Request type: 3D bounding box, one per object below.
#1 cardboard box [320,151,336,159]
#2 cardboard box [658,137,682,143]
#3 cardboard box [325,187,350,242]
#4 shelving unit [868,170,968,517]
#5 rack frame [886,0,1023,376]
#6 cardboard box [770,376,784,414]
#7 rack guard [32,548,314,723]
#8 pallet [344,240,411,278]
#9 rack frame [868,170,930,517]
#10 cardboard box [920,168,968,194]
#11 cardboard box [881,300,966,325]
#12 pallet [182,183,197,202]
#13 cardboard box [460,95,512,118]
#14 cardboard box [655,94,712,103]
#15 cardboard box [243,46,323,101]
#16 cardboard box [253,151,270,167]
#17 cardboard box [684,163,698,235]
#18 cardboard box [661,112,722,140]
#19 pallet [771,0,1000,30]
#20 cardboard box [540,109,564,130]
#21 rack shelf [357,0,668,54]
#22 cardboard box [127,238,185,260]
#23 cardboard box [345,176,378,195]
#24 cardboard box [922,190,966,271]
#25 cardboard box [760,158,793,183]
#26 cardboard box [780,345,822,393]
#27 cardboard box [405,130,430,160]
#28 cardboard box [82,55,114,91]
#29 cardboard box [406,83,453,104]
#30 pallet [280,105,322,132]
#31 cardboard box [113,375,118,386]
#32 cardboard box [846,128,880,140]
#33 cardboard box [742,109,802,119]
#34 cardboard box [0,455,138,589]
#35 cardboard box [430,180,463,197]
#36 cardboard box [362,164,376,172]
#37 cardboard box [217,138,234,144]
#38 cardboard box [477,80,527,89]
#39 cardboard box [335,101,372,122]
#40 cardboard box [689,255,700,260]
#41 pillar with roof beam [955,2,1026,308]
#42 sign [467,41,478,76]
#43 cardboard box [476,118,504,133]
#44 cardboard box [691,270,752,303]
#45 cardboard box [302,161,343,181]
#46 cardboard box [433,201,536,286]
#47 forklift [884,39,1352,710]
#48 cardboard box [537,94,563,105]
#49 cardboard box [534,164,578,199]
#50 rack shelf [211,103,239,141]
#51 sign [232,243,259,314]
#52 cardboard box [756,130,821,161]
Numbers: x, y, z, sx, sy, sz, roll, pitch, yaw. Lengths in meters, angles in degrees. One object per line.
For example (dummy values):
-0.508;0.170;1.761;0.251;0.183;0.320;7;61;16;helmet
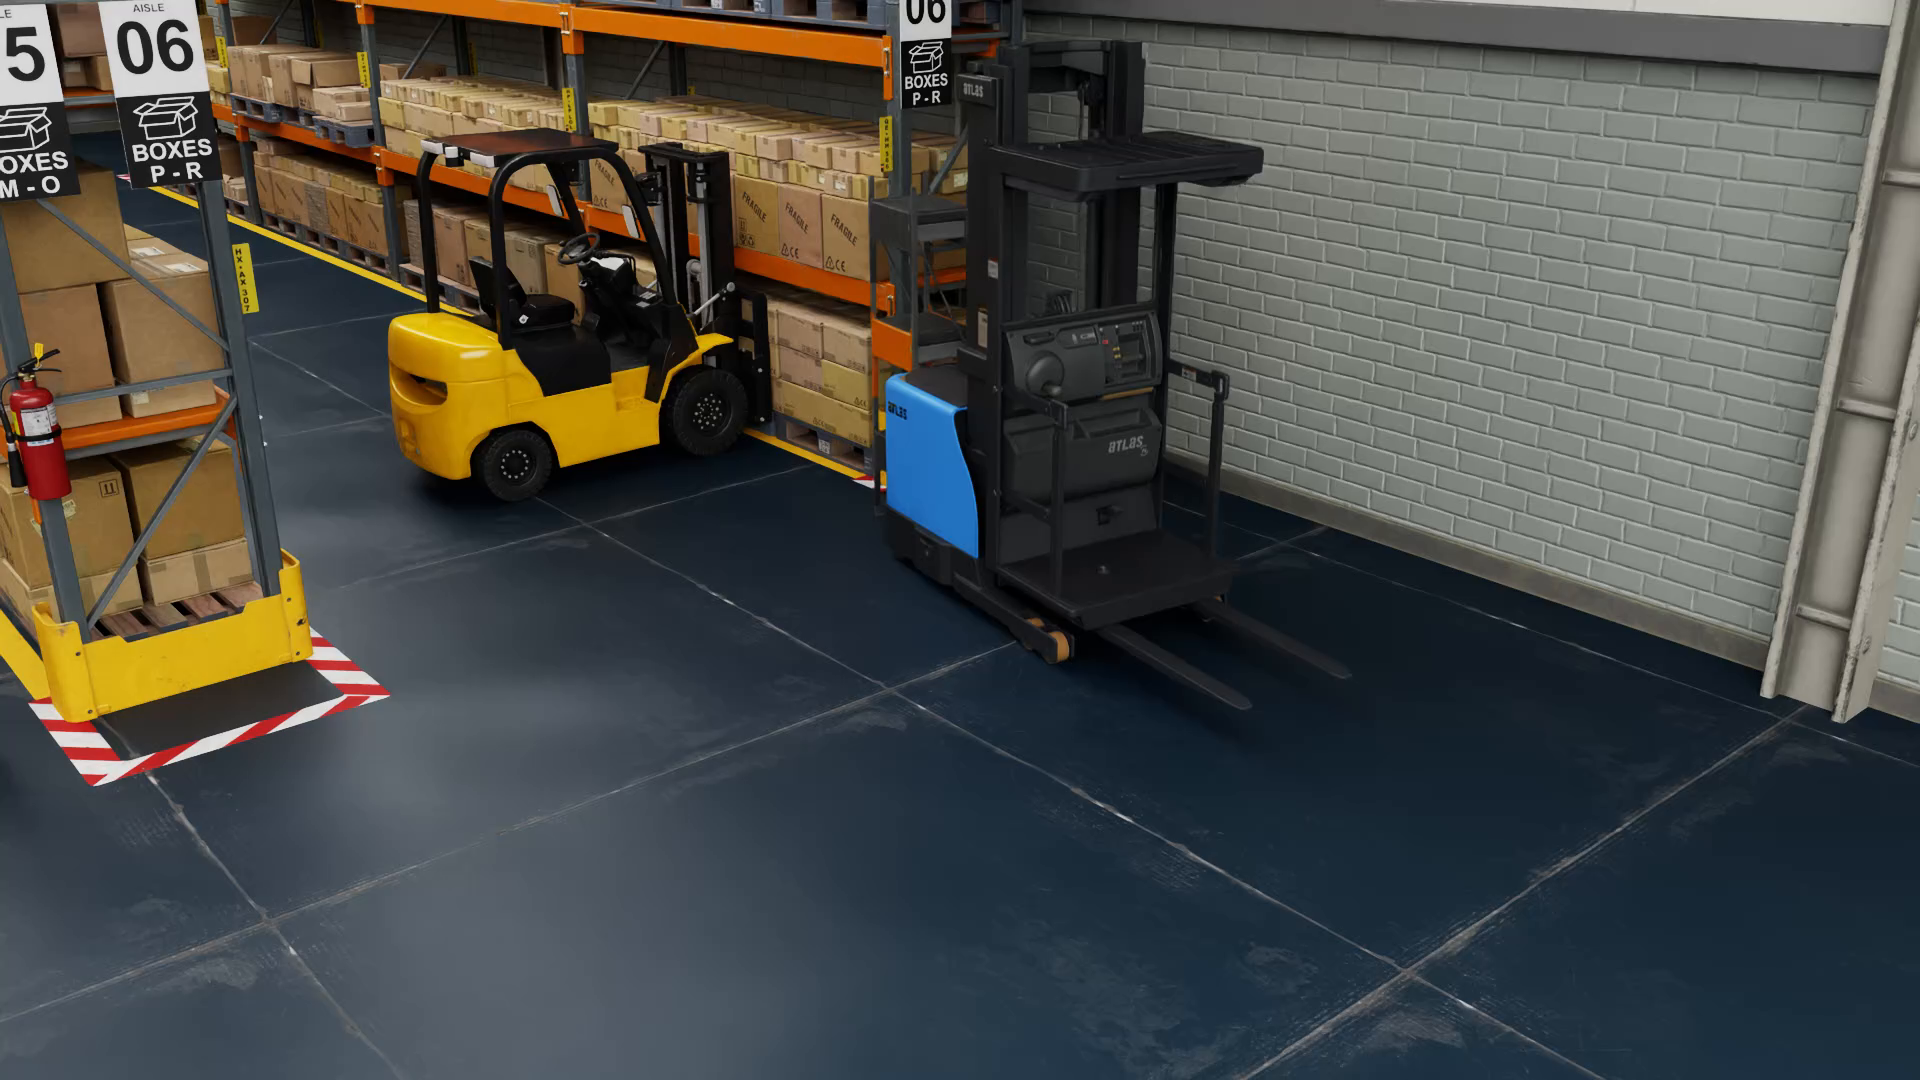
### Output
-7.058;-4.357;18.958;0.380;0.149;0.250;-17;27;-37;cardboard box
-1.990;-2.886;12.212;0.380;0.149;0.250;-18;28;-38;cardboard box
-6.348;-3.470;17.583;0.500;0.500;0.500;-16;27;-35;cardboard box
-0.229;-1.084;9.873;0.431;2.100;0.503;-13;25;-29;shelving unit
-0.024;-1.878;10.666;1.000;3.000;0.127;-17;27;-37;rack frame
-1.207;-1.128;11.945;0.500;0.250;0.500;-17;27;-37;cardboard box
-3.832;0.448;8.156;1.175;0.500;0.348;-17;27;-37;rack guard
-5.705;-3.005;17.367;1.003;0.211;1.213;-17;27;-37;pallet
-0.356;-1.160;10.067;0.400;2.100;0.015;-13;25;-29;rack frame
-0.049;-2.382;10.926;0.380;0.149;0.250;-18;28;-39;cardboard box
-0.195;-1.437;11.362;0.500;0.250;0.500;-18;28;-38;cardboard box
-9.105;-4.422;20.985;1.003;0.211;1.213;-17;27;-37;pallet
-4.115;-3.774;14.480;0.380;0.149;0.250;-18;28;-39;cardboard box
-2.198;-3.454;13.255;0.380;0.149;0.250;-17;27;-37;cardboard box
-7.373;-5.105;18.193;0.700;0.500;0.500;-17;27;-37;cardboard box
-7.825;-4.365;18.977;0.380;0.149;0.250;-16;26;-35;cardboard box
-1.860;-2.565;12.283;0.500;0.500;0.500;-18;28;-38;cardboard box
-1.959;-3.032;12.177;0.380;0.149;0.250;-18;28;-38;cardboard box
-0.466;-3.435;10.649;1.003;0.211;1.213;-17;27;-37;pallet
-3.209;-3.440;13.628;0.380;0.149;0.250;-18;28;-38;cardboard box
-3.941;-4.597;14.482;1.077;0.370;4.000;-17;27;-37;rack shelf
-4.222;-1.220;8.440;0.500;0.500;0.500;-16;27;-36;cardboard box
-6.101;-3.649;17.150;0.380;0.149;0.250;-19;28;-39;cardboard box
-0.137;-2.127;11.166;0.500;0.500;0.500;-16;27;-36;cardboard box
-1.138;-2.539;11.327;0.380;0.149;0.250;-19;28;-39;cardboard box
-0.898;-1.227;11.513;0.500;0.250;0.500;-18;28;-38;cardboard box
-4.817;-3.697;15.517;0.500;0.250;0.500;-18;28;-39;cardboard box
-3.753;-2.144;7.576;0.380;0.149;0.250;-17;27;-37;cardboard box
-4.899;-4.140;15.415;0.380;0.149;0.250;-17;27;-36;cardboard box
-6.519;-4.535;17.713;1.003;0.211;1.213;-17;27;-37;pallet
-4.023;-0.788;8.227;0.380;0.149;0.250;-17;27;-37;cardboard box
-0.560;-2.730;11.408;0.380;0.149;0.250;-17;27;-37;cardboard box
-1.387;-3.092;12.332;0.380;0.149;0.250;-18;28;-38;cardboard box
-4.503;-0.119;8.341;0.500;0.500;0.500;-17;27;-37;cardboard box
-5.351;-3.640;17.127;0.380;0.149;0.250;-16;26;-35;cardboard box
-6.235;-3.985;18.007;0.380;0.149;0.250;-17;27;-37;cardboard box
-9.343;-4.723;20.782;0.500;0.500;0.500;-17;27;-36;cardboard box
-4.289;-4.212;15.599;0.380;0.149;0.250;-18;28;-38;cardboard box
-5.966;-4.257;16.508;0.380;0.149;0.250;-17;27;-36;cardboard box
-1.825;-2.138;13.152;0.500;0.250;0.500;-18;28;-38;cardboard box
-3.057;-4.053;7.994;9.100;9.000;0.400;-17;27;-37;pillar with roof beam
-4.828;-4.760;16.437;0.100;0.325;0.005;-17;27;-37;sign
-3.820;-3.504;14.337;0.500;0.250;0.500;-17;27;-36;cardboard box
-1.898;-1.877;12.487;0.500;0.250;0.500;-16;27;-36;cardboard box
-6.925;-4.019;18.094;0.380;0.149;0.250;-16;27;-36;cardboard box
-4.417;-2.824;15.761;0.875;0.625;0.625;-16;27;-36;cardboard box
0.757;-0.933;8.347;1.130;2.935;3.031;-13;25;-29;forklift
-3.494;-3.845;14.660;0.380;0.149;0.250;-18;27;-38;cardboard box
-3.162;-2.990;13.711;0.500;0.250;0.500;-17;27;-36;cardboard box
-9.163;-5.411;20.672;1.077;0.370;4.000;-17;27;-37;rack shelf
-3.371;-1.228;7.818;0.100;0.325;0.005;-17;27;-37;sign
-1.154;-2.672;11.260;0.380;0.149;0.250;-17;27;-36;cardboard box
